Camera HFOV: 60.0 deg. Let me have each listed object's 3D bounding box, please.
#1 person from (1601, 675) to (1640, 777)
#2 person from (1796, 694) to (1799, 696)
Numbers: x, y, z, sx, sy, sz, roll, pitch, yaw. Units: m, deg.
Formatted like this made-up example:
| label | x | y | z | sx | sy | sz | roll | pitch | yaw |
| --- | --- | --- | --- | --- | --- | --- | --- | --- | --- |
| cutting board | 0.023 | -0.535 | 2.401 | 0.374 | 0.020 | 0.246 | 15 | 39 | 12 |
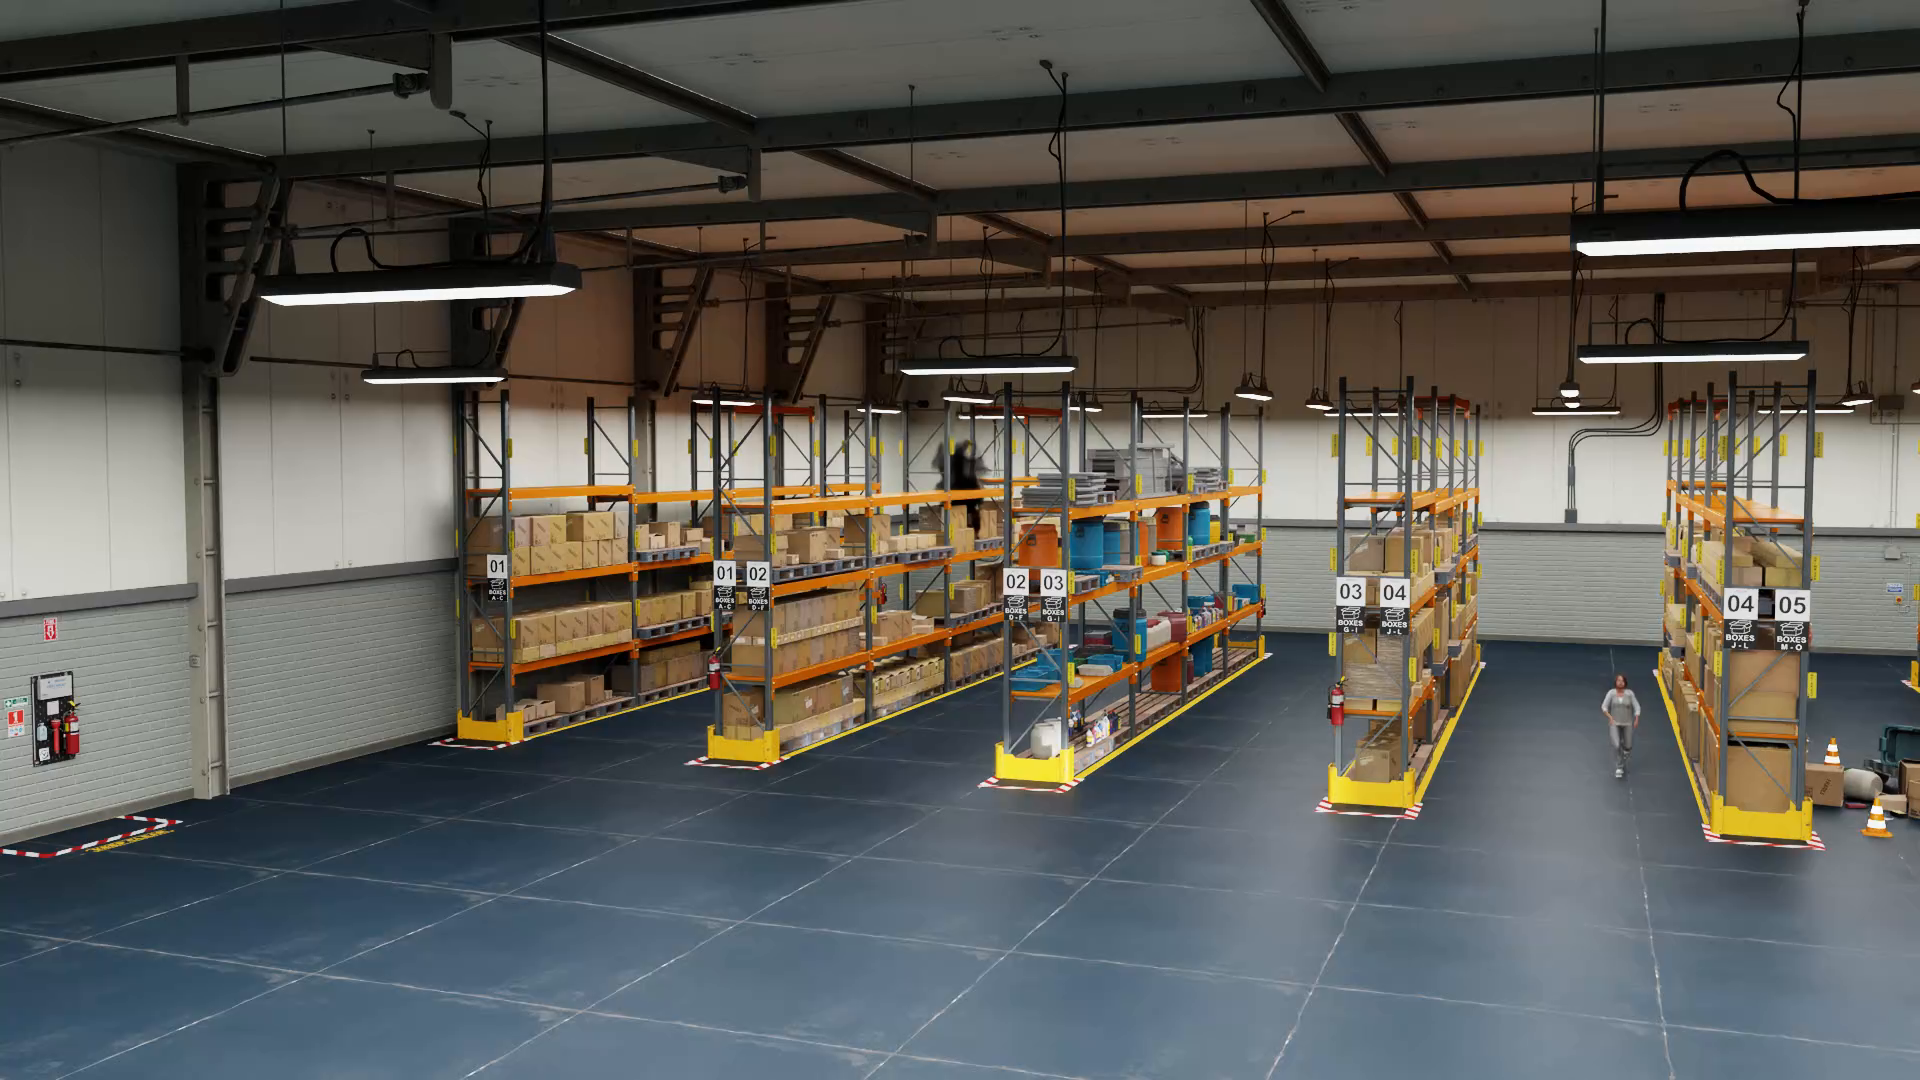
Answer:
| label | x | y | z | sx | sy | sz | roll | pitch | yaw |
| --- | --- | --- | --- | --- | --- | --- | --- | --- | --- |
| person | 10.156 | 2.837 | 25.574 | 0.562 | 1.548 | 0.580 | 1 | 3 | 17 |
| person | 16.758 | 2.302 | 33.547 | 0.672 | 1.784 | 0.930 | 1 | 3 | 23 |
